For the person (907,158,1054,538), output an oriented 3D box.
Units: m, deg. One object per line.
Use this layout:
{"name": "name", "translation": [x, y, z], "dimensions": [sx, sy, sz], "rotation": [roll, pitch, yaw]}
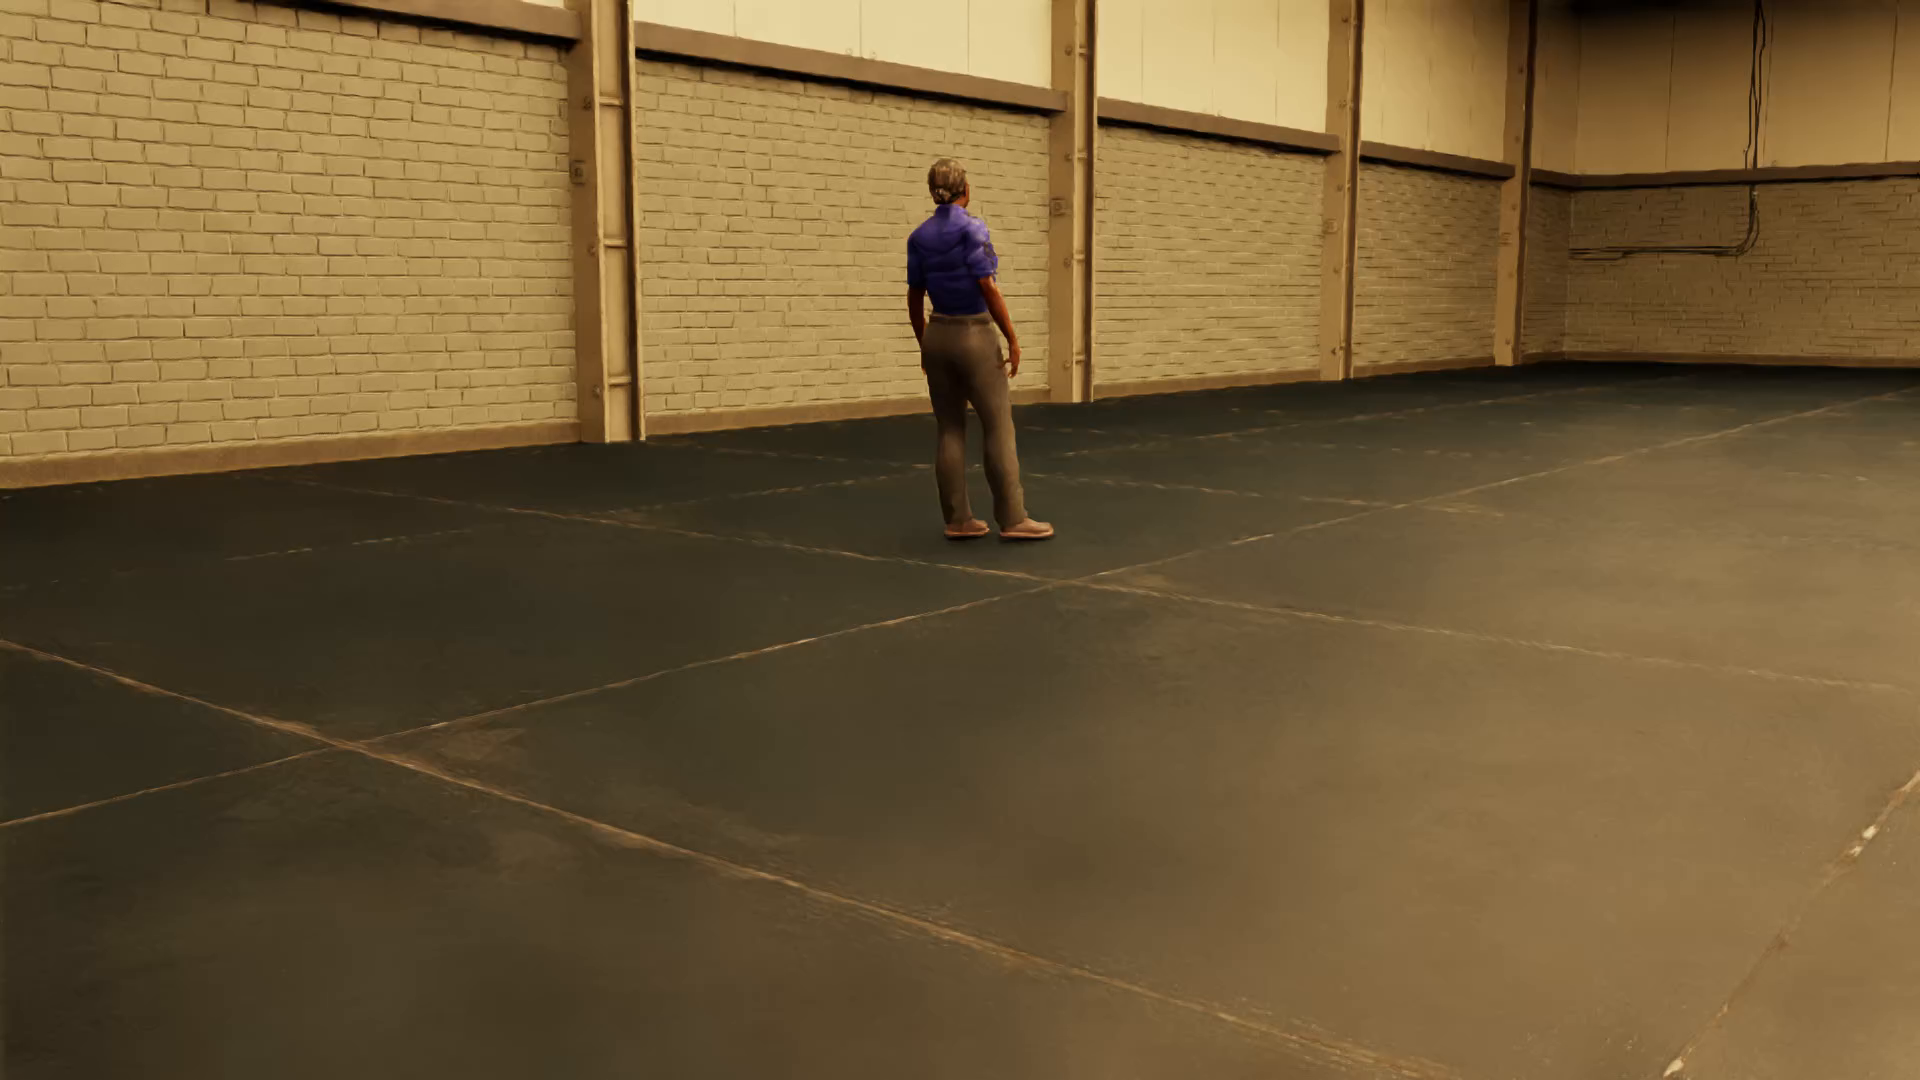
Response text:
{"name": "person", "translation": [0.070, -0.834, 7.340], "dimensions": [0.570, 1.654, 0.503], "rotation": [7, 11, 38]}
